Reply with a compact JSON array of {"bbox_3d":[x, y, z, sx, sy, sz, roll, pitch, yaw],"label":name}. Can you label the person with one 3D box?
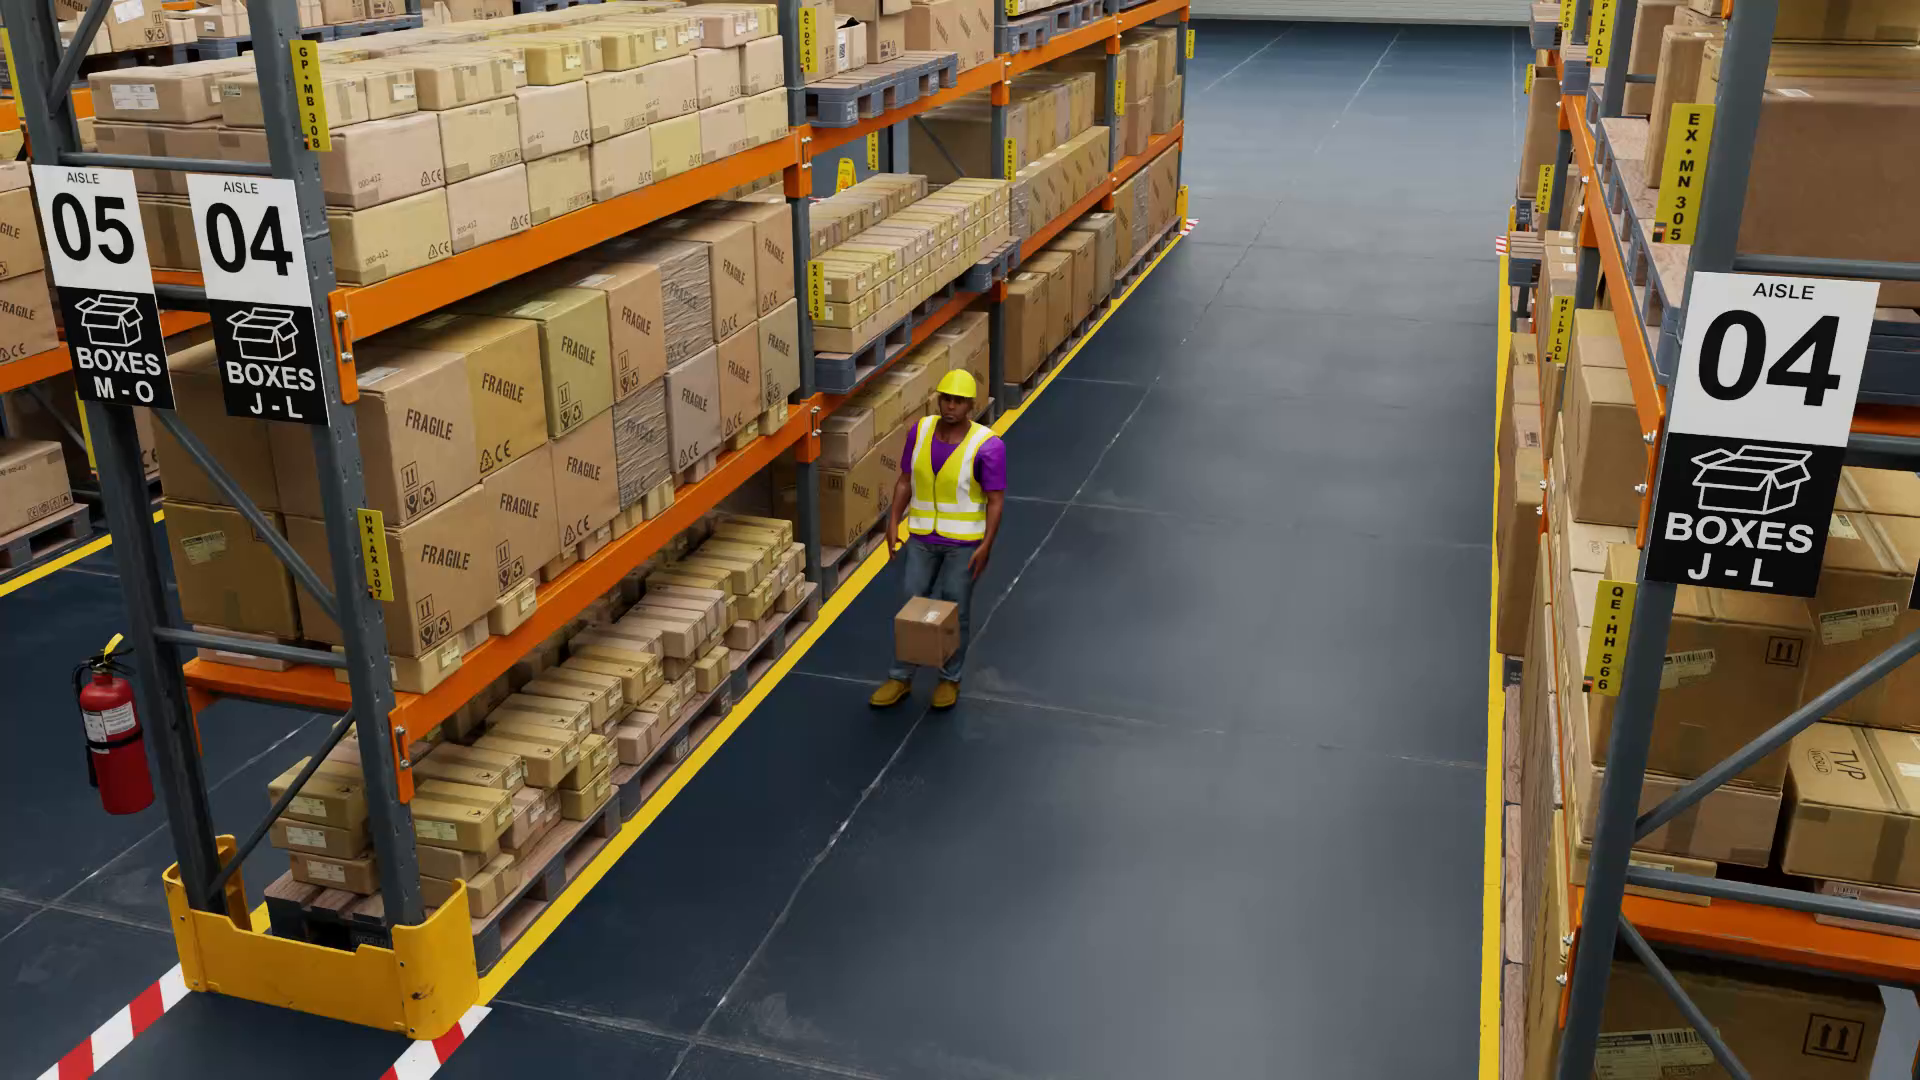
[{"bbox_3d":[-0.104,0.008,8.513,0.625,1.768,0.575,9,24,22],"label":"person"}]
